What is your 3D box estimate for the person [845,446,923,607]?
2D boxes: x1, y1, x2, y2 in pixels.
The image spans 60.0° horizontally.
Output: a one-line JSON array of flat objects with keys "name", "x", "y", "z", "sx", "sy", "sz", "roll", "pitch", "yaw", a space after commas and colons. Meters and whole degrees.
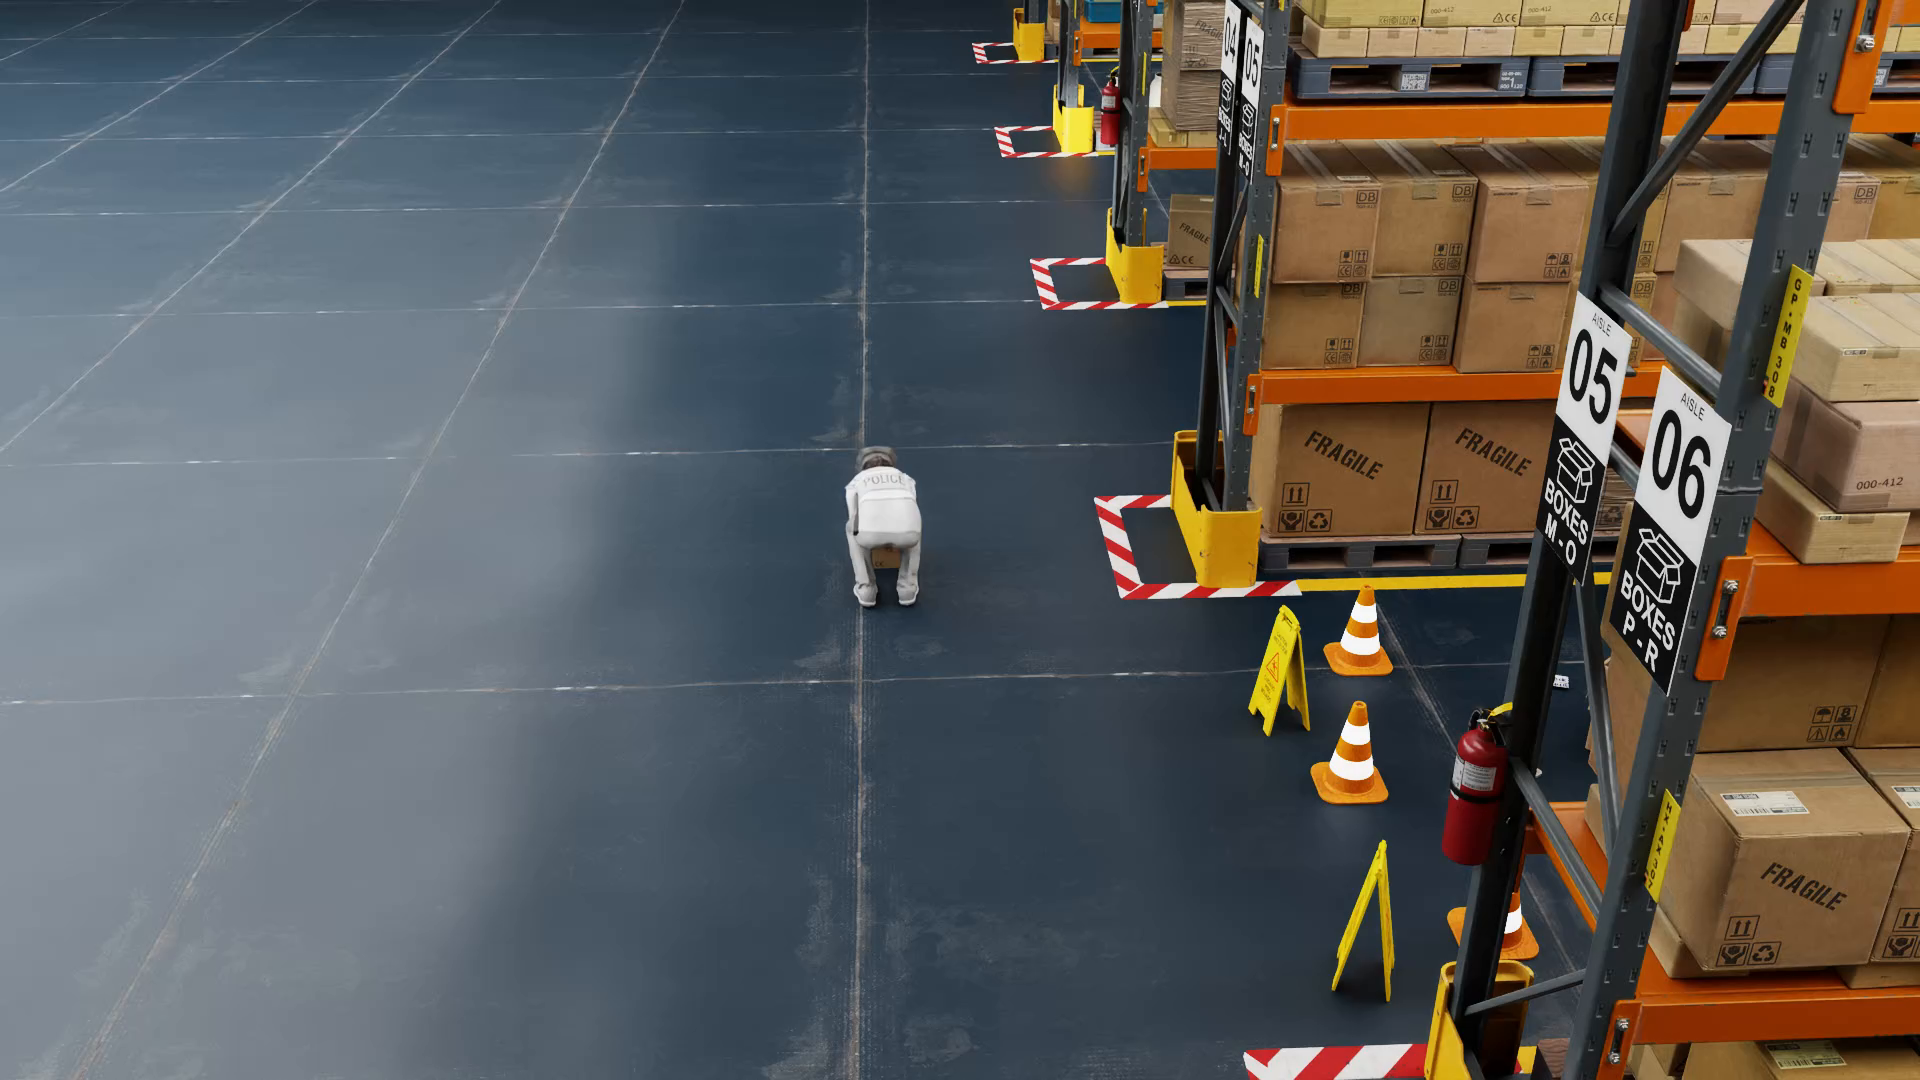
[{"name": "person", "x": -0.444, "y": -0.065, "z": 9.751, "sx": 0.456, "sy": 0.758, "sz": 0.915, "roll": -2, "pitch": 28, "yaw": -4}]
